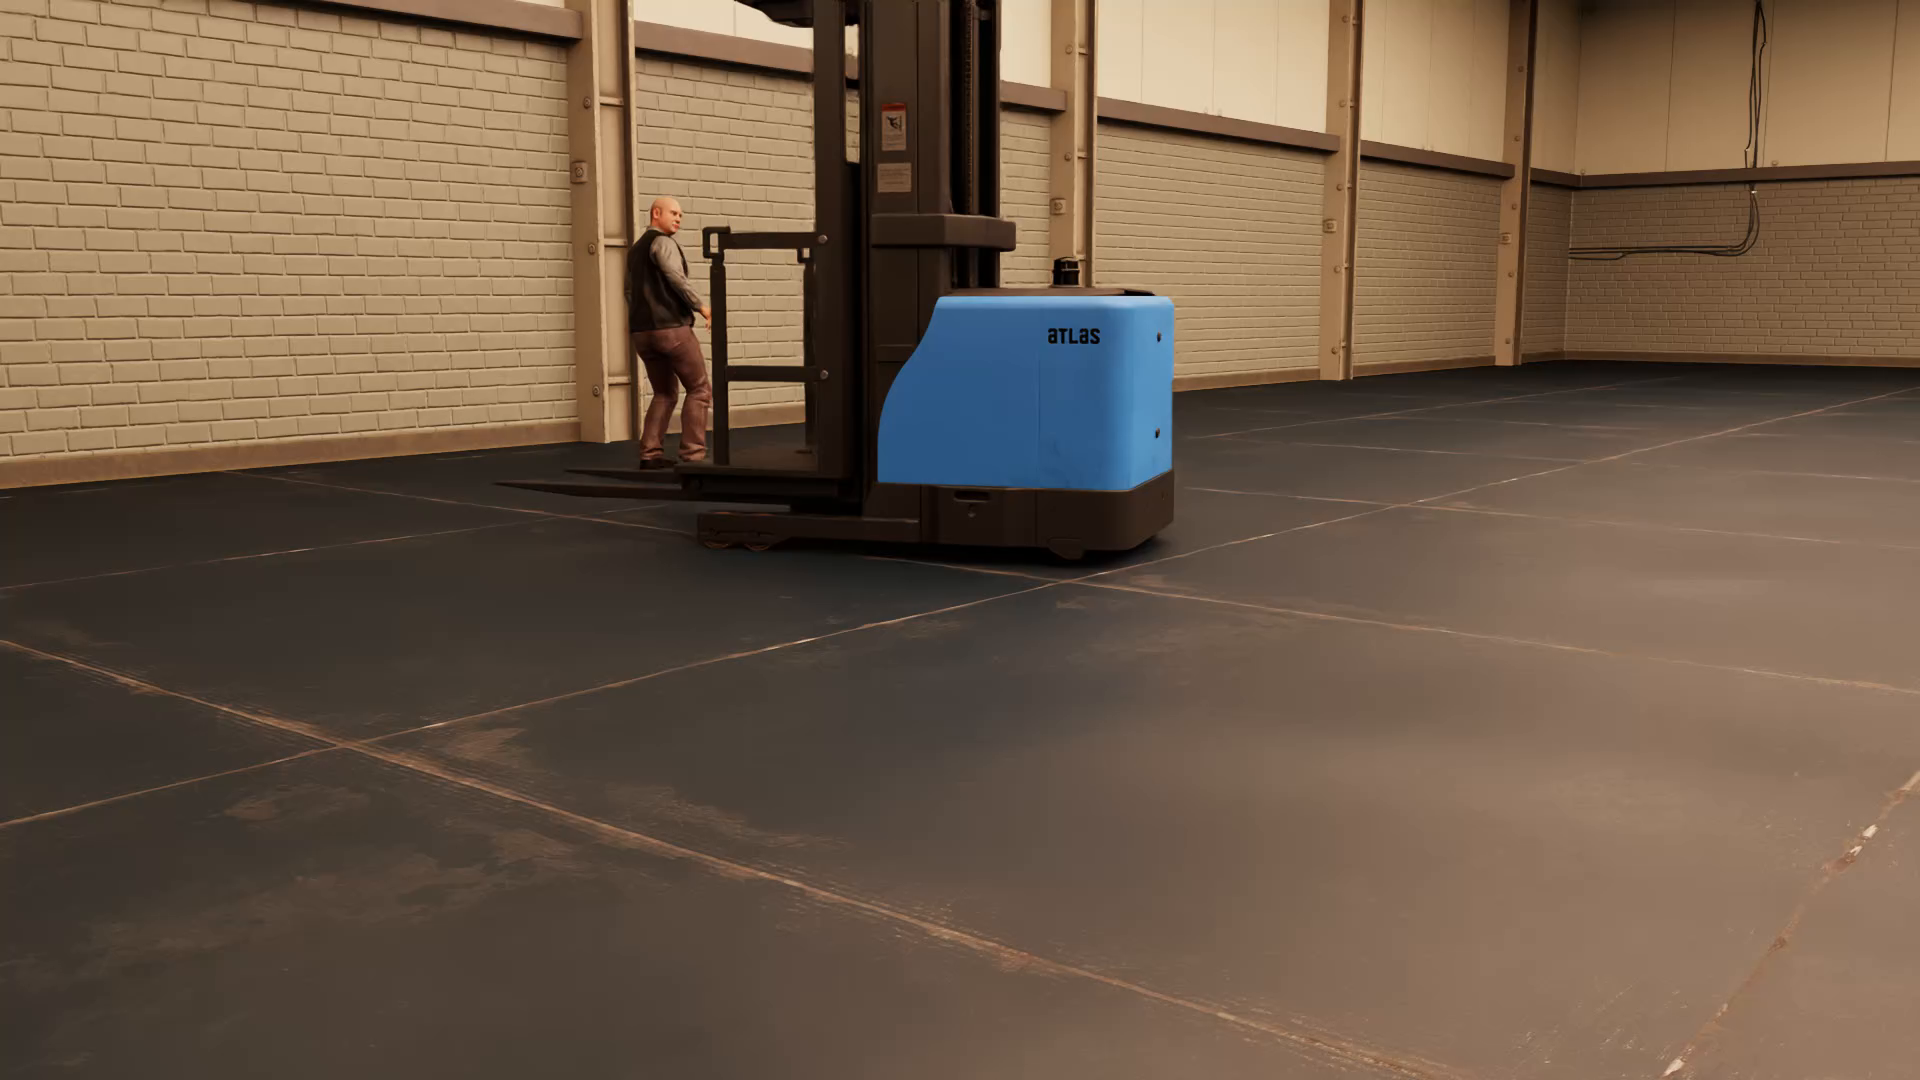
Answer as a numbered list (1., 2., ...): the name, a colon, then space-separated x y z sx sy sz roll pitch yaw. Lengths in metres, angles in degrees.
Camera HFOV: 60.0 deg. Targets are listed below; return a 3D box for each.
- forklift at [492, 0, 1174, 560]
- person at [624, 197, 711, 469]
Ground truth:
1. forklift: -0.615 -1.471 7.335 3.031 2.935 1.130 3 9 18
2. person: -1.820 -1.285 10.396 0.728 1.690 0.511 8 11 43
